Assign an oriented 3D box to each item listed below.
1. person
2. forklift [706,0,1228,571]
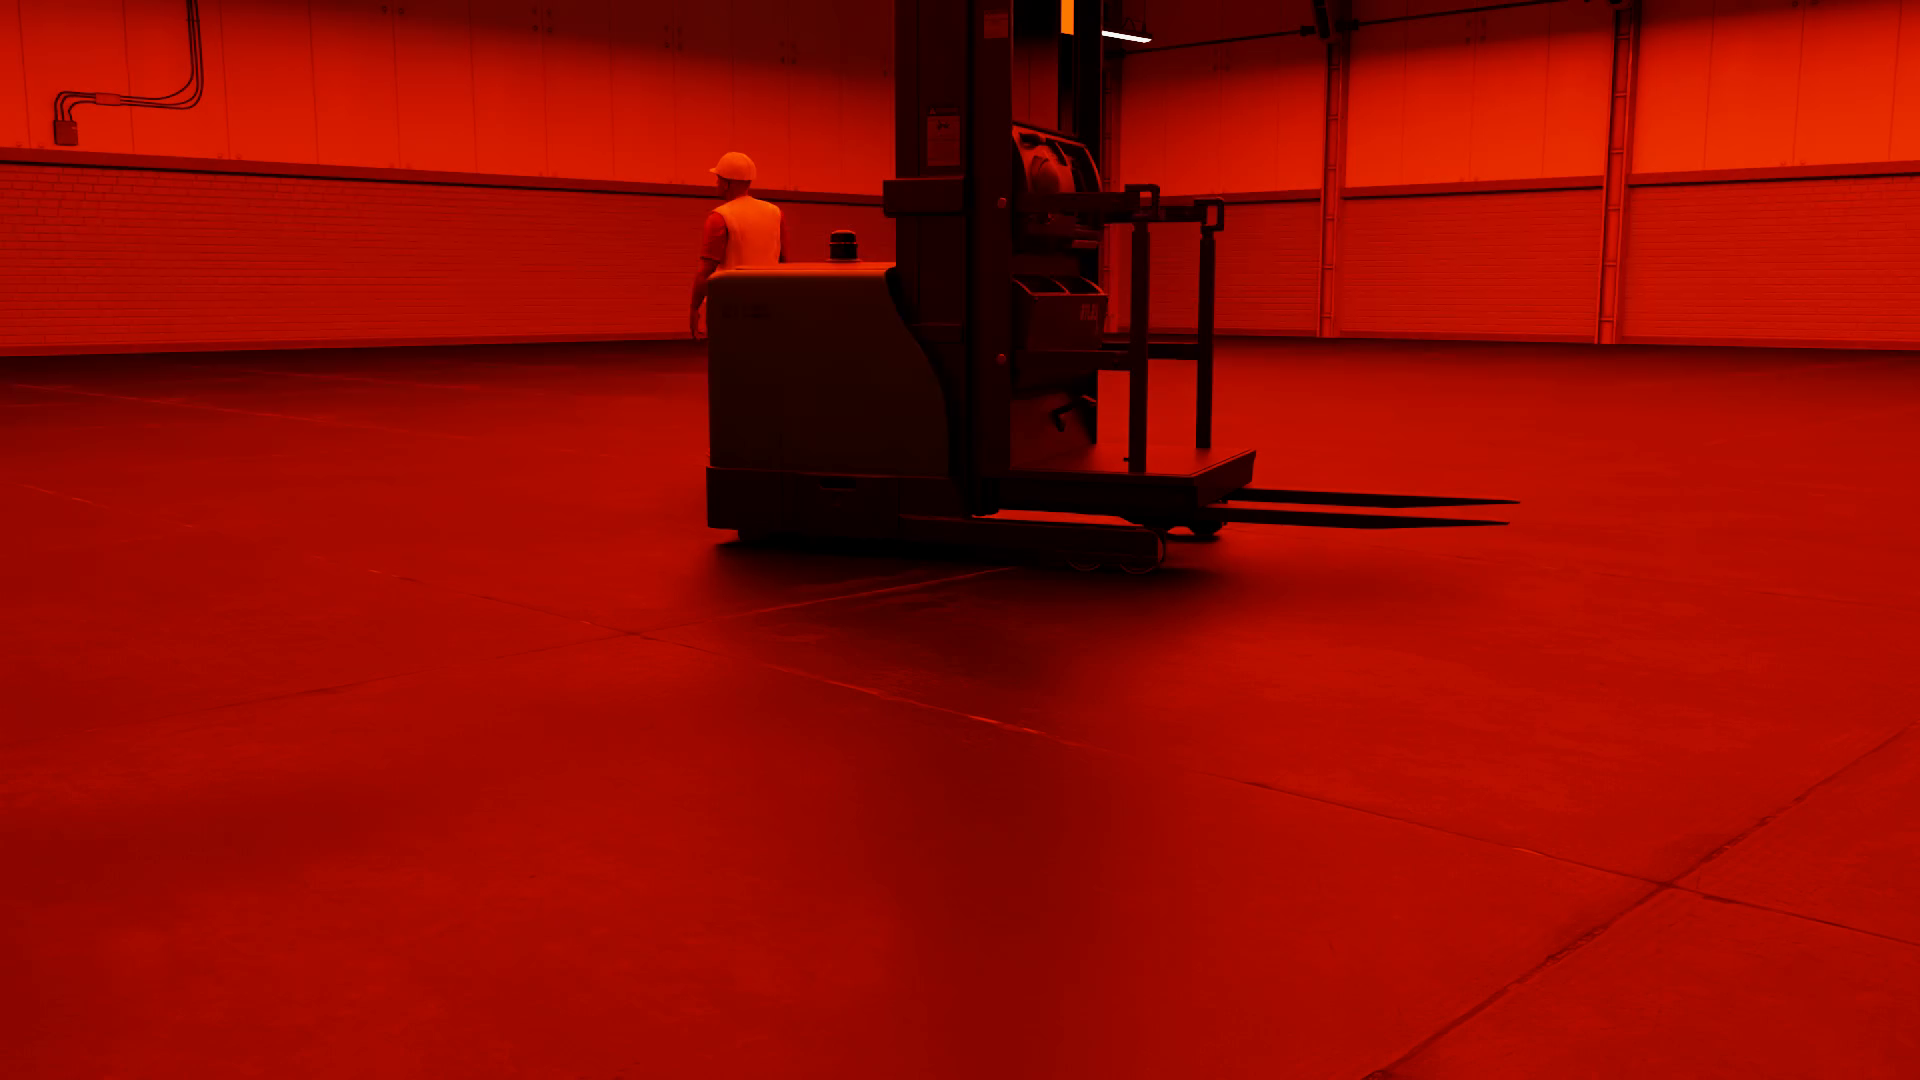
[{"bbox_3d":[-1.328,-1.344,9.665,0.577,1.765,0.665,8,12,44],"label":"person"},{"bbox_3d":[0.058,-1.402,6.483,1.939,2.843,1.129,3,9,22],"label":"forklift"}]
